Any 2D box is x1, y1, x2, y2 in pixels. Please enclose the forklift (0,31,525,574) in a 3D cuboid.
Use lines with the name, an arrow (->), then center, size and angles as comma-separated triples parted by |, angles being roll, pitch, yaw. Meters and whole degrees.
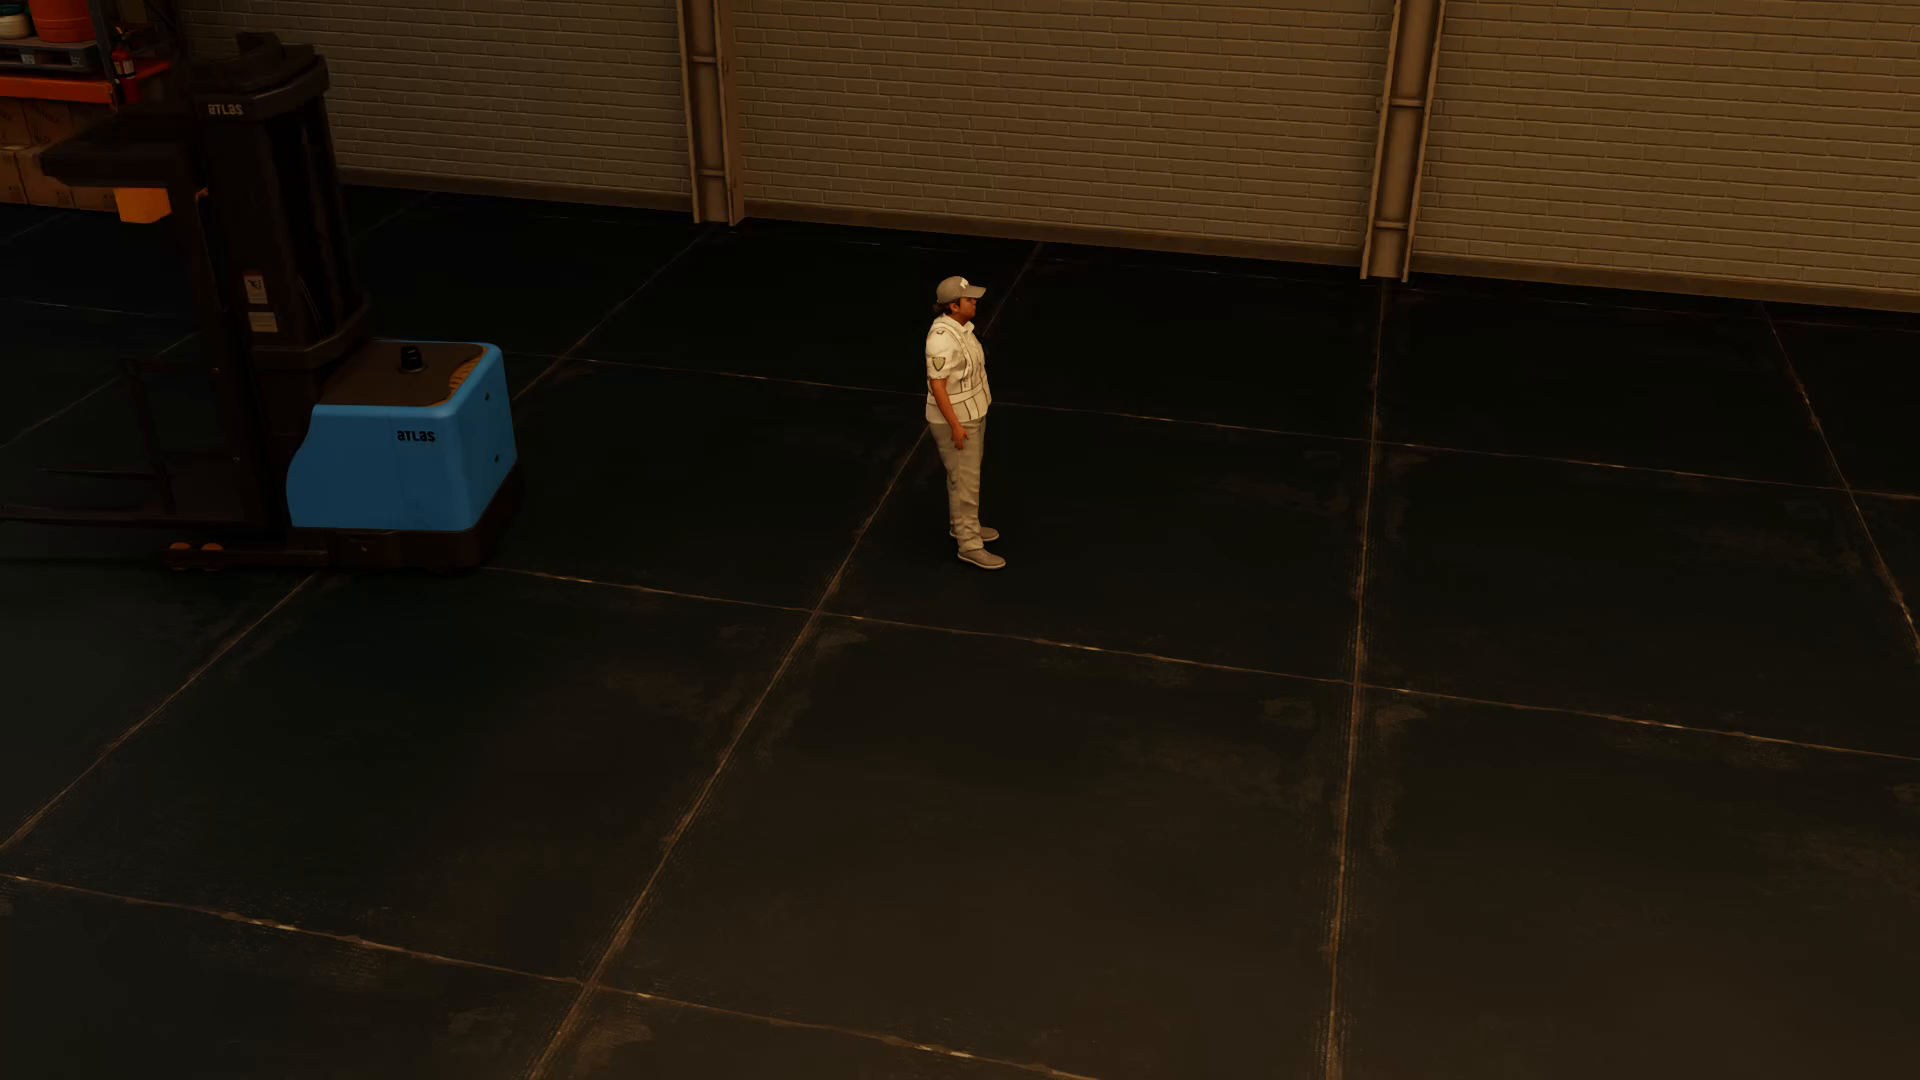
forklift -> -4.294, -1.346, 9.545 | 3.031, 2.935, 1.130 | 2, 30, 3

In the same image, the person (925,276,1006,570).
person -> 0.069, -0.711, 9.694 | 0.529, 1.670, 0.598 | 7, 30, 12
